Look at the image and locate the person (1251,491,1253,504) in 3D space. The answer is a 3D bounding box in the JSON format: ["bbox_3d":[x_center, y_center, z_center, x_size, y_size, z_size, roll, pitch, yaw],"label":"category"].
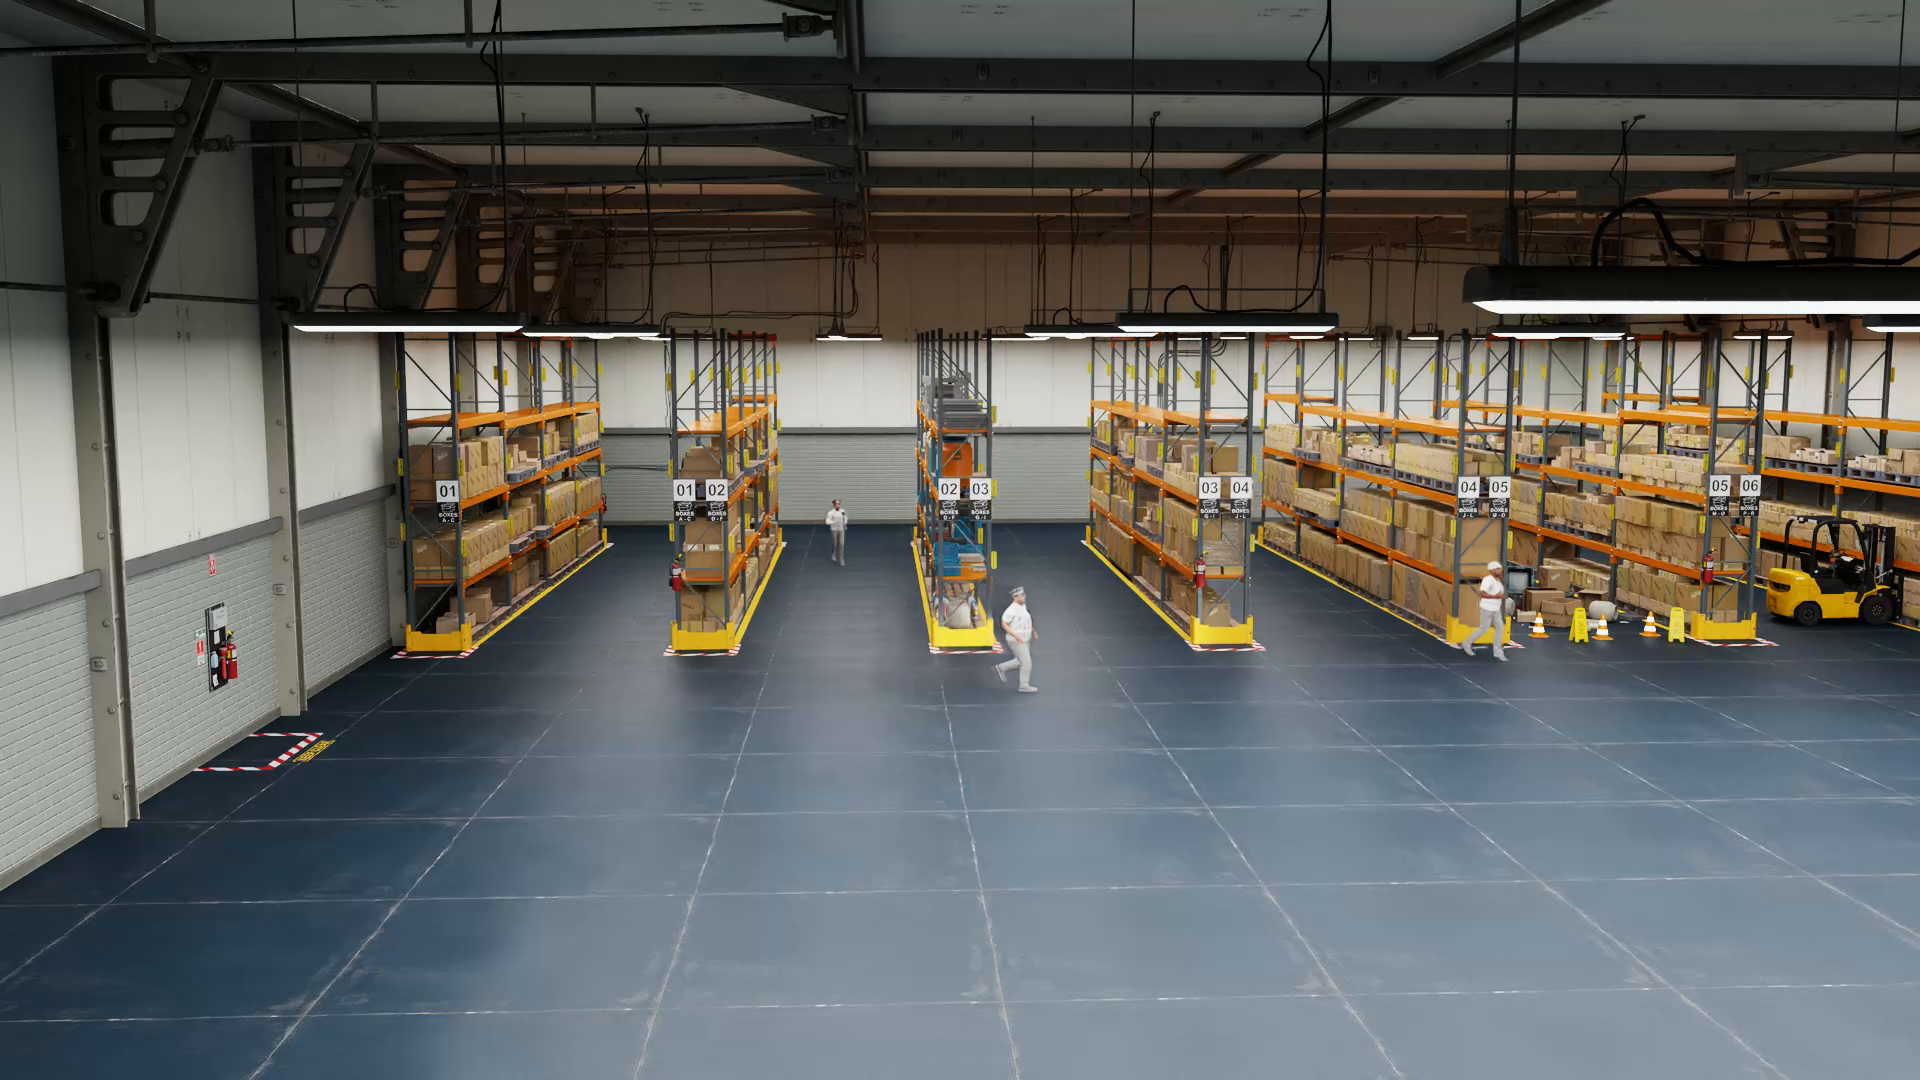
[{"bbox_3d":[8.297,-0.881,48.697,0.653,1.782,0.684,-6,9,-40],"label":"person"}]

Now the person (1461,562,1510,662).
[{"bbox_3d":[9.648,1.278,30.300,0.891,1.789,0.705,6,9,43],"label":"person"}]

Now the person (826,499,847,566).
[{"bbox_3d":[-3.179,-0.225,43.169,0.612,1.701,0.920,-2,7,-17],"label":"person"}]

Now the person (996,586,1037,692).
[{"bbox_3d":[0.920,1.620,27.458,0.793,1.737,0.699,3,7,24],"label":"person"}]
